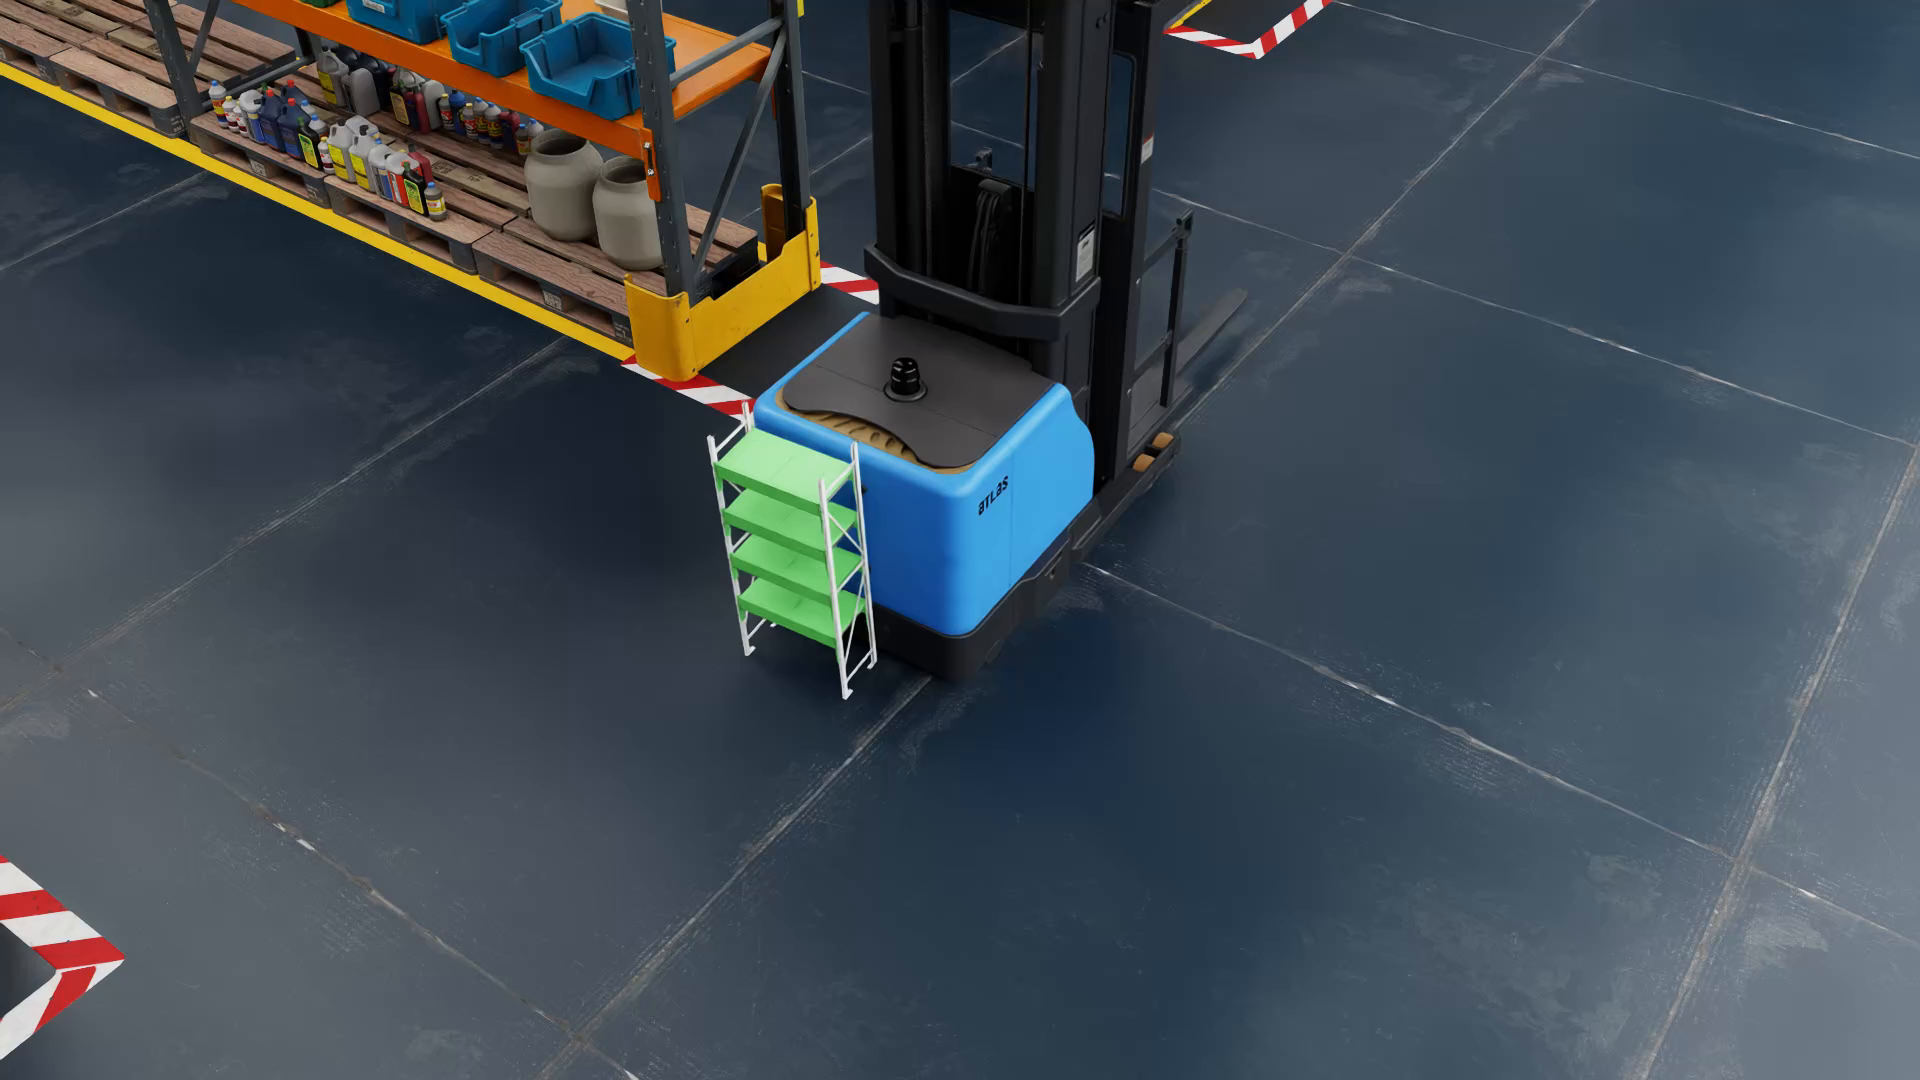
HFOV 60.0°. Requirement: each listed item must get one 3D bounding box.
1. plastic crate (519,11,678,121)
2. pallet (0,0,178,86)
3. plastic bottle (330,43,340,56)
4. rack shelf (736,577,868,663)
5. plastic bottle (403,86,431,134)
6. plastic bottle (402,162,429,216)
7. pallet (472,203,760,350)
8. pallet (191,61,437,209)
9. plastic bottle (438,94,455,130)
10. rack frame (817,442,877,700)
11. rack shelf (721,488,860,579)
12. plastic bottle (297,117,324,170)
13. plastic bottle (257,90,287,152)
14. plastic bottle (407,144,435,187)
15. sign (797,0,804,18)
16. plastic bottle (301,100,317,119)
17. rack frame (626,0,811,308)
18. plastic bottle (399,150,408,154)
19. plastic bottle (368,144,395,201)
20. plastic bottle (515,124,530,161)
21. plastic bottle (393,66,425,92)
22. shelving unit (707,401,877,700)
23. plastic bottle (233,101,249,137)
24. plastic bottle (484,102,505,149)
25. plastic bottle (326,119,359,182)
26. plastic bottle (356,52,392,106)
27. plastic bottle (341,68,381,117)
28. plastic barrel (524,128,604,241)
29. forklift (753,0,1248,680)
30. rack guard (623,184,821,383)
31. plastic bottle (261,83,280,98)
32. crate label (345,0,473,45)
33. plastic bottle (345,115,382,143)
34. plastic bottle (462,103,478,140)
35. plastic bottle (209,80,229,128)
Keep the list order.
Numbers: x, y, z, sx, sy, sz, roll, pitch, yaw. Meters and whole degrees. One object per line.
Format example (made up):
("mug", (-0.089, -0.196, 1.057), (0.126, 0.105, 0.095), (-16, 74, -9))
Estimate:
("plastic crate", (-1.699, -2.248, 7.873), (0.616, 0.251, 0.499), (25, 48, 25))
("pallet", (-6.060, -3.514, 11.267), (1.213, 0.211, 1.003), (25, 48, 25))
("plastic bottle", (-3.809, -2.954, 10.258), (0.133, 0.283, 0.061), (27, 49, 27))
("rack shelf", (-0.630, 0.281, 6.730), (0.480, 0.148, 0.258), (21, 49, 22))
("plastic bottle", (-3.208, -2.549, 9.805), (0.133, 0.283, 0.061), (25, 48, 25))
("plastic bottle", (-2.979, -1.926, 9.108), (0.133, 0.283, 0.061), (26, 48, 26))
("pallet", (-1.869, -1.553, 9.076), (1.213, 0.211, 1.003), (25, 48, 25))
("pallet", (-3.866, -2.488, 10.120), (1.213, 0.211, 1.003), (25, 48, 25))
("plastic bottle", (-3.035, -2.547, 9.864), (0.097, 0.201, 0.097), (0, 42, 0))
("rack frame", (-0.427, 0.145, 6.426), (0.015, 1.200, 0.240), (21, 49, 22))
("rack shelf", (-0.643, -0.062, 6.394), (0.480, 0.148, 0.258), (21, 49, 22))
("plastic bottle", (-3.704, -2.265, 9.487), (0.133, 0.283, 0.061), (27, 48, 27))
("plastic bottle", (-3.970, -2.448, 9.641), (0.185, 0.351, 0.144), (26, 48, 26))
("plastic bottle", (-3.003, -2.061, 9.259), (0.133, 0.283, 0.061), (25, 48, 25))
("sign", (-0.798, -2.677, 8.033), (0.005, 0.325, 0.100), (25, 48, 25))
("plastic bottle", (-3.782, -2.429, 9.679), (0.097, 0.271, 0.097), (0, 42, 0))
("rack frame", (-1.117, -2.275, 7.792), (0.127, 3.000, 1.000), (25, 48, 25))
("plastic bottle", (-3.121, -2.100, 9.364), (0.097, 0.201, 0.097), (0, 42, 0))
("plastic bottle", (-3.177, -2.053, 9.255), (0.135, 0.276, 0.152), (24, 47, 24))
("plastic bottle", (-2.508, -2.300, 9.588), (0.097, 0.201, 0.097), (0, 42, 0))
("plastic bottle", (-3.278, -2.697, 9.920), (0.185, 0.351, 0.144), (25, 47, 25))
("shelving unit", (-0.638, 0.064, 6.517), (0.503, 1.200, 0.258), (21, 49, 22))
("plastic bottle", (-4.217, -2.489, 9.799), (0.097, 0.201, 0.097), (0, 42, 0))
("plastic bottle", (-2.703, -2.418, 9.667), (0.097, 0.271, 0.097), (0, 42, 0))
("plastic bottle", (-3.467, -2.213, 9.378), (0.185, 0.351, 0.144), (25, 47, 25))
("plastic bottle", (-3.542, -2.821, 10.058), (0.185, 0.351, 0.144), (23, 47, 23))
("plastic bottle", (-3.607, -2.702, 9.982), (0.135, 0.276, 0.152), (25, 48, 25))
("plastic barrel", (-2.110, -1.907, 8.931), (0.421, 0.512, 0.421), (0, 42, 0))
("forklift", (0.391, -1.482, 6.956), (1.130, 2.935, 3.031), (23, 47, 24))
("rack guard", (-1.207, -1.347, 8.629), (0.348, 0.500, 1.175), (25, 48, 25))
("plastic bottle", (-4.042, -2.547, 9.802), (0.133, 0.283, 0.061), (25, 48, 25))
("crate label", (-2.780, -2.845, 8.402), (0.616, 0.435, 0.502), (25, 48, 25))
("plastic bottle", (-3.403, -2.276, 9.505), (0.135, 0.276, 0.152), (25, 48, 25))
("plastic bottle", (-2.866, -2.468, 9.776), (0.097, 0.201, 0.097), (0, 42, 0))
("plastic bottle", (-4.383, -2.593, 9.862), (0.097, 0.271, 0.097), (0, 42, 0))
